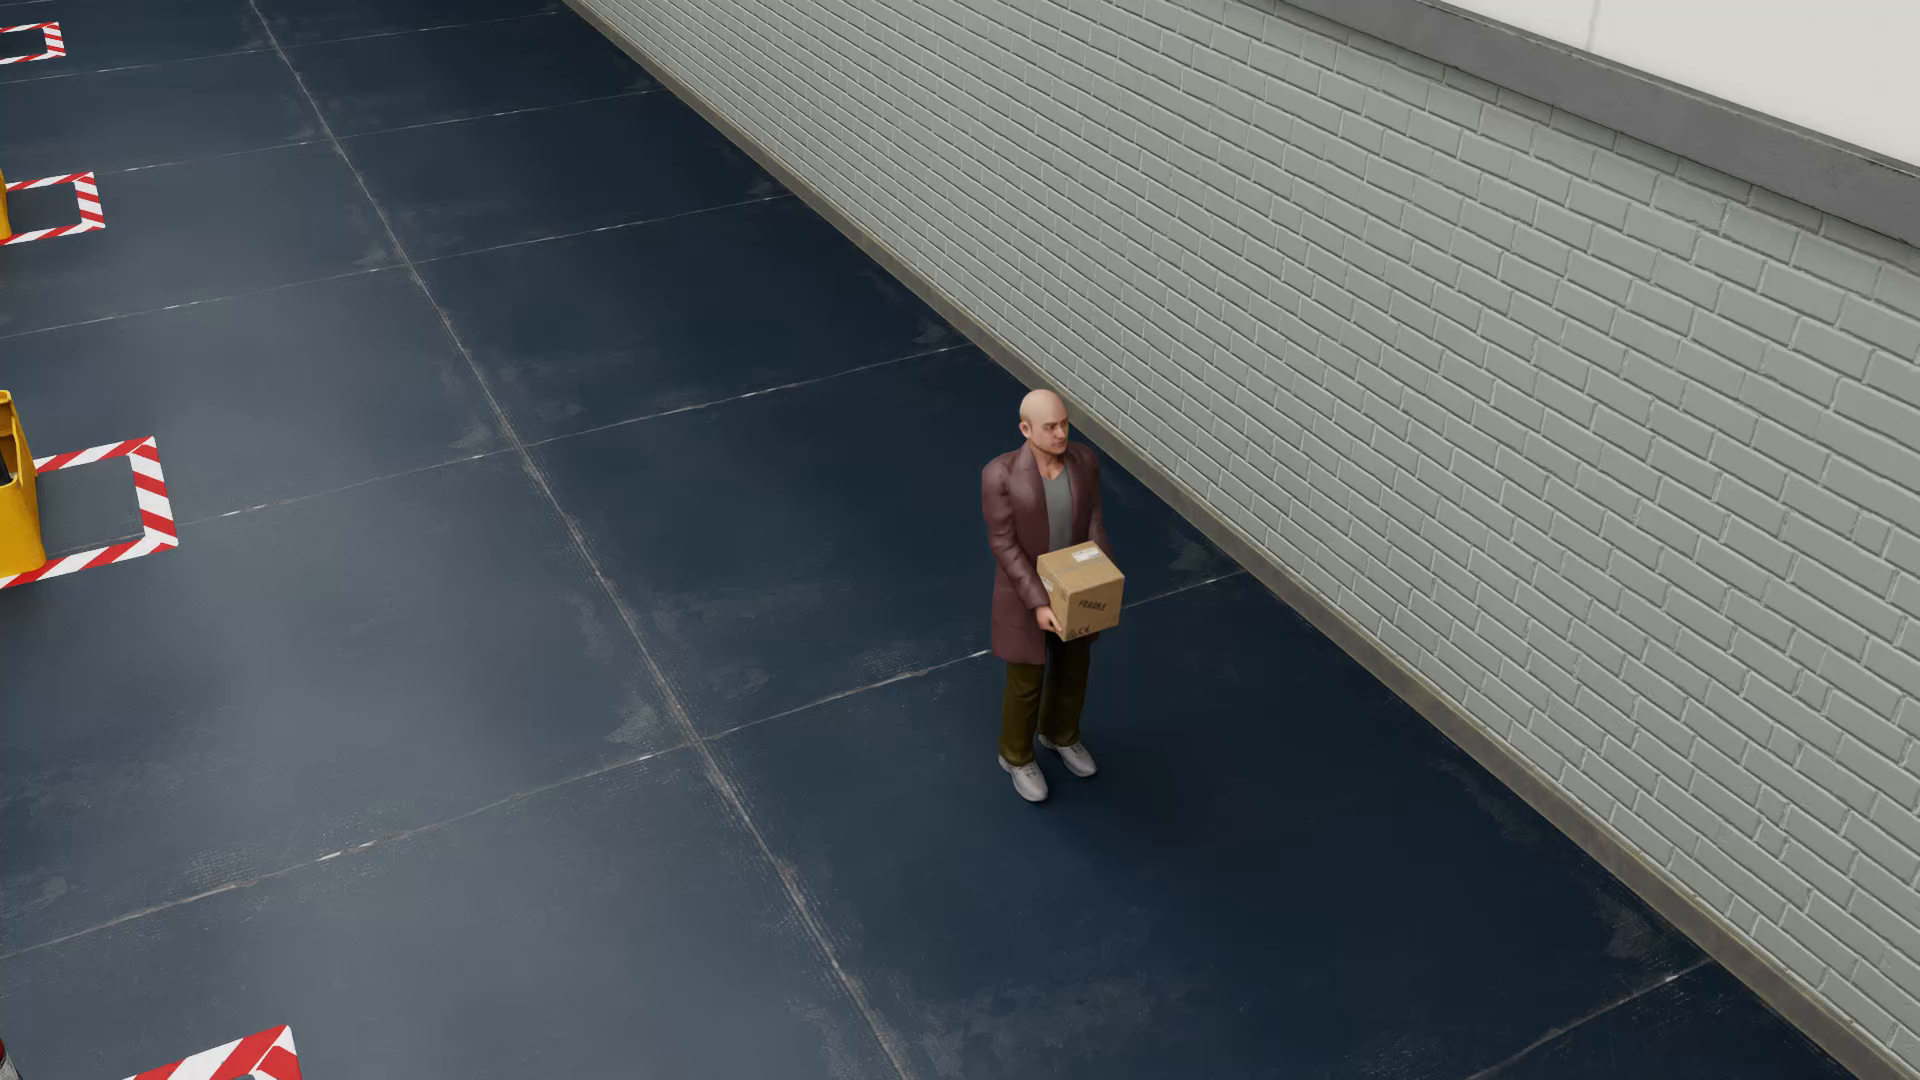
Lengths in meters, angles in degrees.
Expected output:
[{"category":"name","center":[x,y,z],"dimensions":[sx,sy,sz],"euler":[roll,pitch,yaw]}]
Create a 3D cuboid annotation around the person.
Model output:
[{"category":"person","center":[0.389,0.260,6.746],"dimensions":[0.533,1.774,0.554],"euler":[-16,36,-23]}]
